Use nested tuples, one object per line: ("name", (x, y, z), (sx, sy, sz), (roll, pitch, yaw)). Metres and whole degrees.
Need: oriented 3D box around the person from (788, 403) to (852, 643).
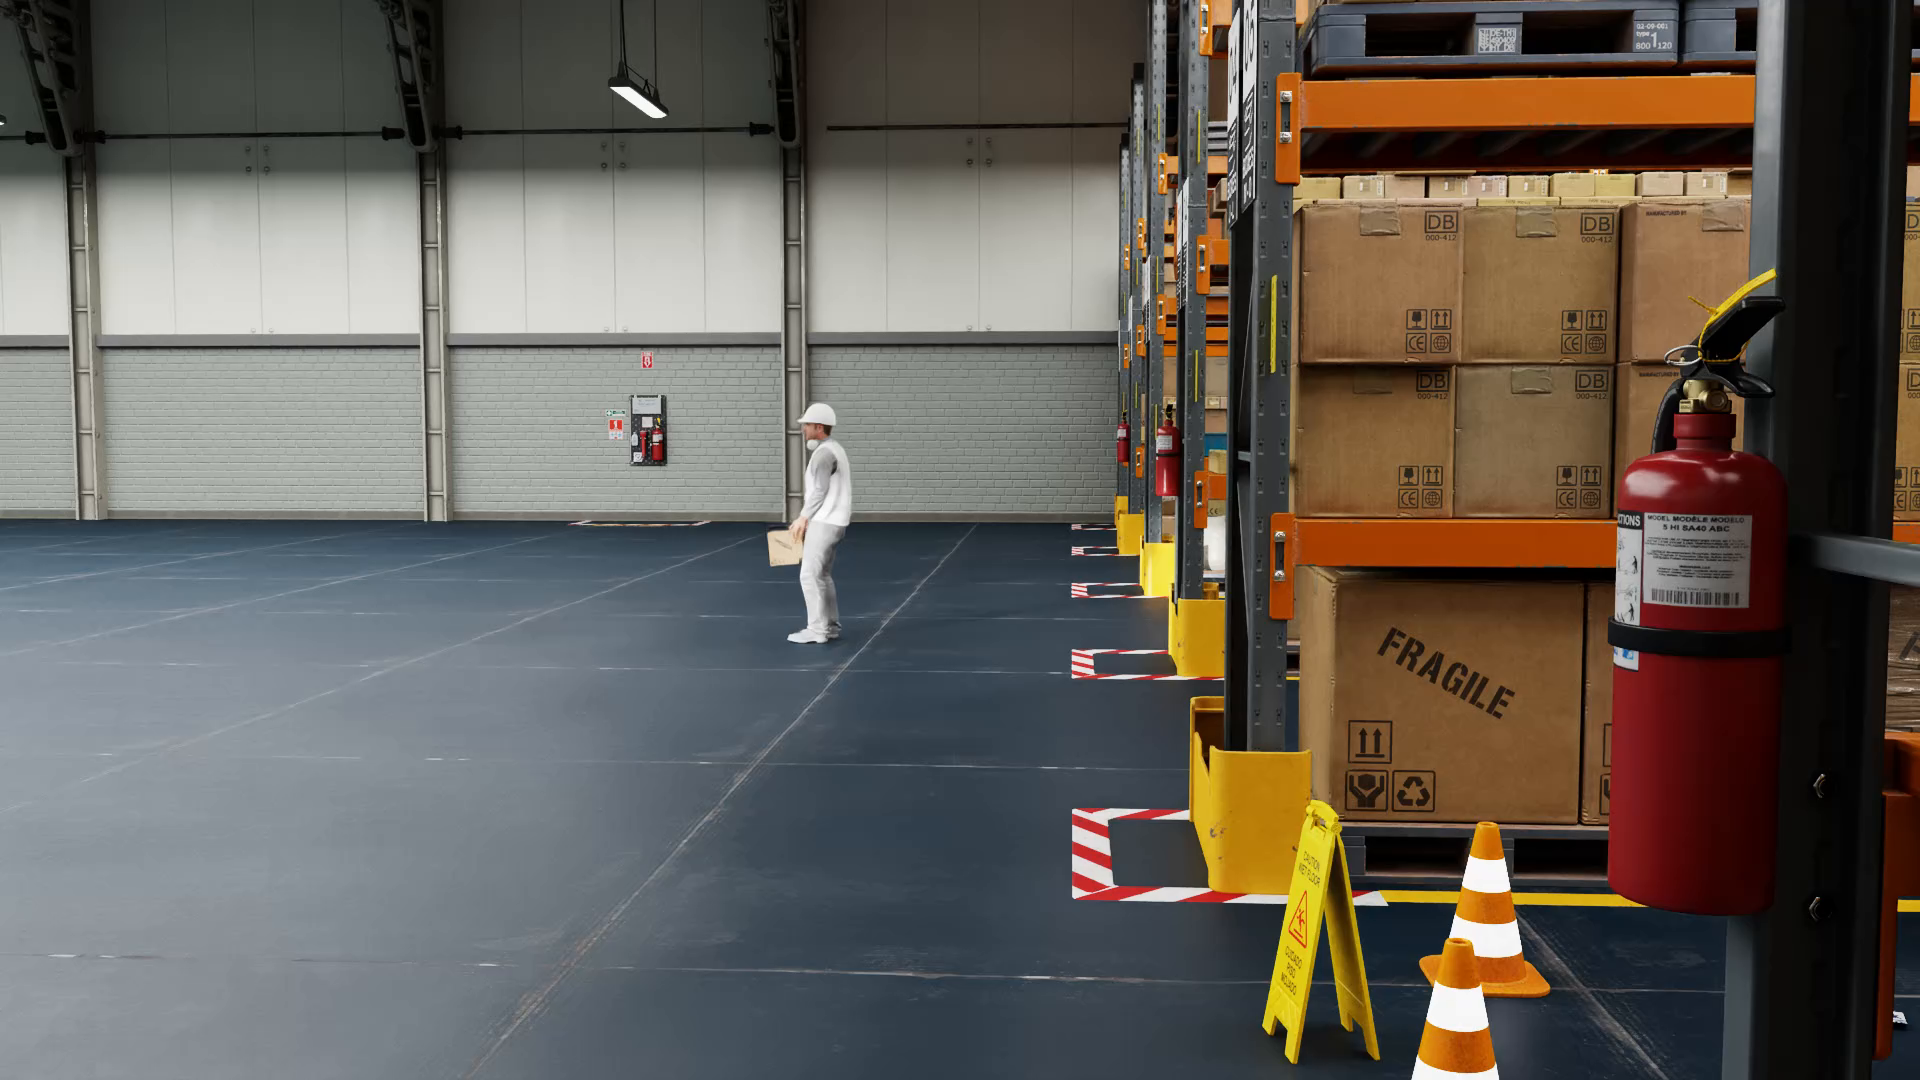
("person", (-1.045, -0.129, 12.443), (0.470, 1.777, 0.551), (0, 4, 2))
